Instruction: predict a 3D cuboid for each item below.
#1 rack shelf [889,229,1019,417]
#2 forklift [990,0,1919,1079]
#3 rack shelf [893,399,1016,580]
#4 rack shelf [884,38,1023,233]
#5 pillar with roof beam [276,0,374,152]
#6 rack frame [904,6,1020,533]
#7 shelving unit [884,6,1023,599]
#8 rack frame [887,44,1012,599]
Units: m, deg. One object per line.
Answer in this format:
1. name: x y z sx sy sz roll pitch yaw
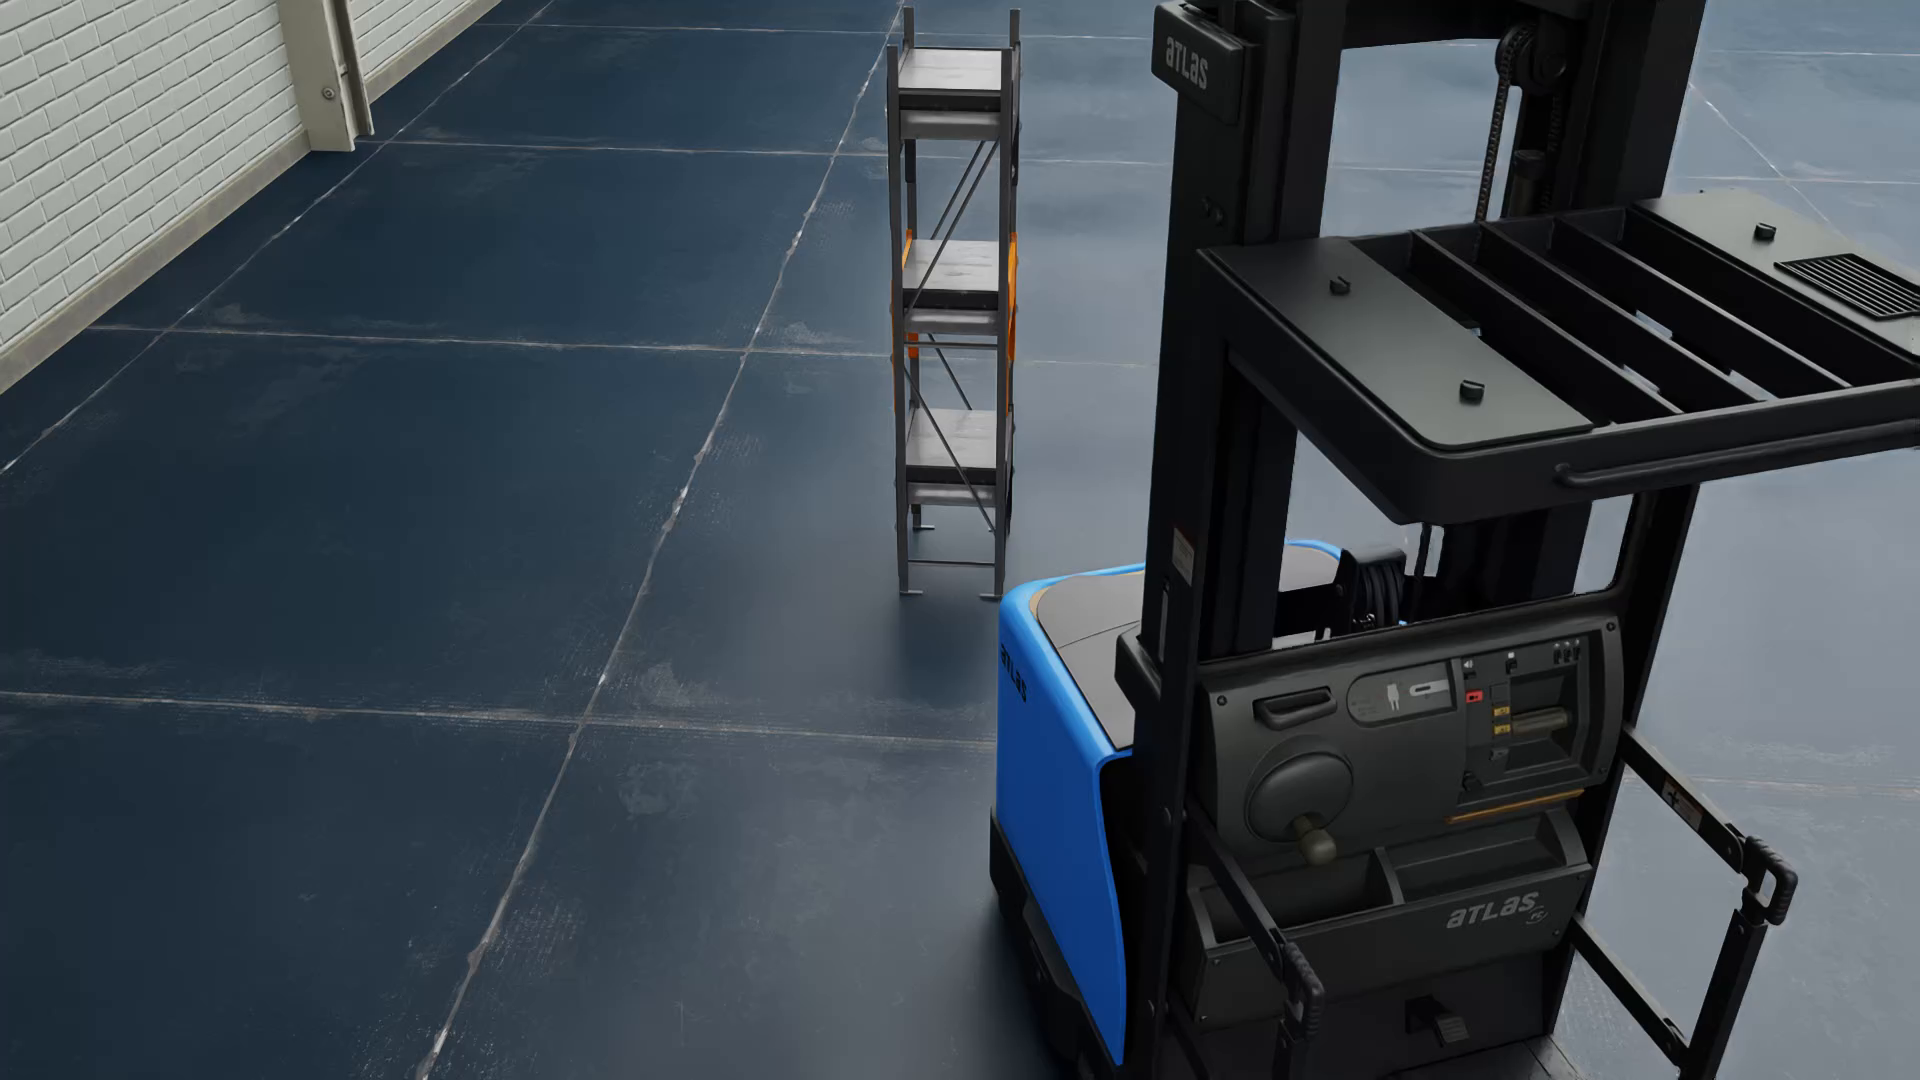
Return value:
1. rack shelf: -0.013 -0.796 6.066 0.431 0.518 0.480 2 32 4
2. forklift: 1.003 0.455 3.218 1.130 2.935 3.031 -9 33 -14
3. rack shelf: -0.013 -0.200 6.433 0.431 0.518 0.480 2 32 4
4. rack shelf: -0.014 -1.392 5.699 0.431 0.518 0.480 2 32 4
5. pillar with roof beam: 0.177 -6.298 8.392 9.100 9.000 0.400 2 32 4
6. rack frame: 0.006 -0.935 6.266 0.400 2.100 0.015 2 32 4
7. shelving unit: -0.013 -0.807 6.059 0.431 2.100 0.503 2 32 4
8. rack frame: -0.033 -0.680 5.852 0.400 2.100 0.015 2 32 4
